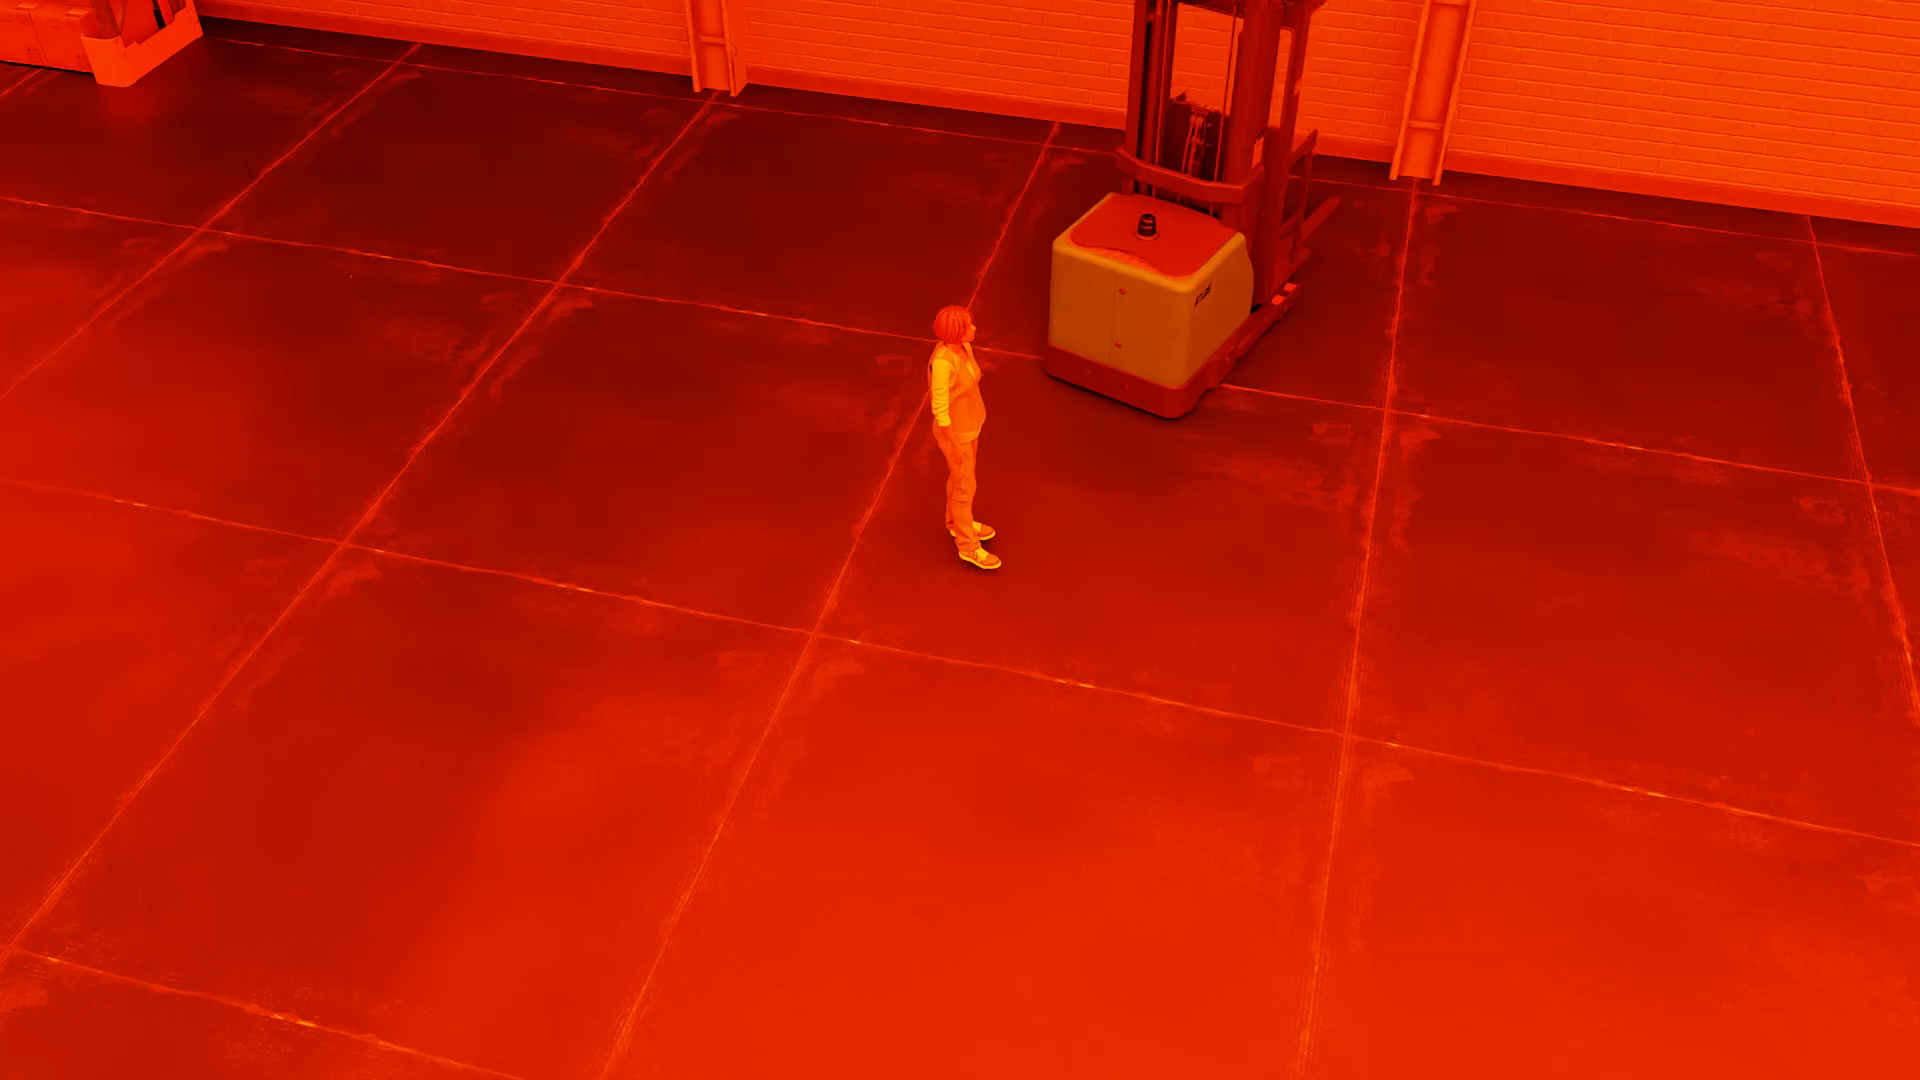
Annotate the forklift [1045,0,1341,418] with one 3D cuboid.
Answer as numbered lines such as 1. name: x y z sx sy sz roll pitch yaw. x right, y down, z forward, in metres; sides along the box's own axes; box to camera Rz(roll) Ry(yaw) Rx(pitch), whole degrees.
1. forklift: 1.806 -2.842 11.104 1.130 2.935 3.031 23 46 24

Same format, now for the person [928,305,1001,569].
1. person: 0.068 -0.615 9.502 0.472 1.599 0.520 10 42 11
